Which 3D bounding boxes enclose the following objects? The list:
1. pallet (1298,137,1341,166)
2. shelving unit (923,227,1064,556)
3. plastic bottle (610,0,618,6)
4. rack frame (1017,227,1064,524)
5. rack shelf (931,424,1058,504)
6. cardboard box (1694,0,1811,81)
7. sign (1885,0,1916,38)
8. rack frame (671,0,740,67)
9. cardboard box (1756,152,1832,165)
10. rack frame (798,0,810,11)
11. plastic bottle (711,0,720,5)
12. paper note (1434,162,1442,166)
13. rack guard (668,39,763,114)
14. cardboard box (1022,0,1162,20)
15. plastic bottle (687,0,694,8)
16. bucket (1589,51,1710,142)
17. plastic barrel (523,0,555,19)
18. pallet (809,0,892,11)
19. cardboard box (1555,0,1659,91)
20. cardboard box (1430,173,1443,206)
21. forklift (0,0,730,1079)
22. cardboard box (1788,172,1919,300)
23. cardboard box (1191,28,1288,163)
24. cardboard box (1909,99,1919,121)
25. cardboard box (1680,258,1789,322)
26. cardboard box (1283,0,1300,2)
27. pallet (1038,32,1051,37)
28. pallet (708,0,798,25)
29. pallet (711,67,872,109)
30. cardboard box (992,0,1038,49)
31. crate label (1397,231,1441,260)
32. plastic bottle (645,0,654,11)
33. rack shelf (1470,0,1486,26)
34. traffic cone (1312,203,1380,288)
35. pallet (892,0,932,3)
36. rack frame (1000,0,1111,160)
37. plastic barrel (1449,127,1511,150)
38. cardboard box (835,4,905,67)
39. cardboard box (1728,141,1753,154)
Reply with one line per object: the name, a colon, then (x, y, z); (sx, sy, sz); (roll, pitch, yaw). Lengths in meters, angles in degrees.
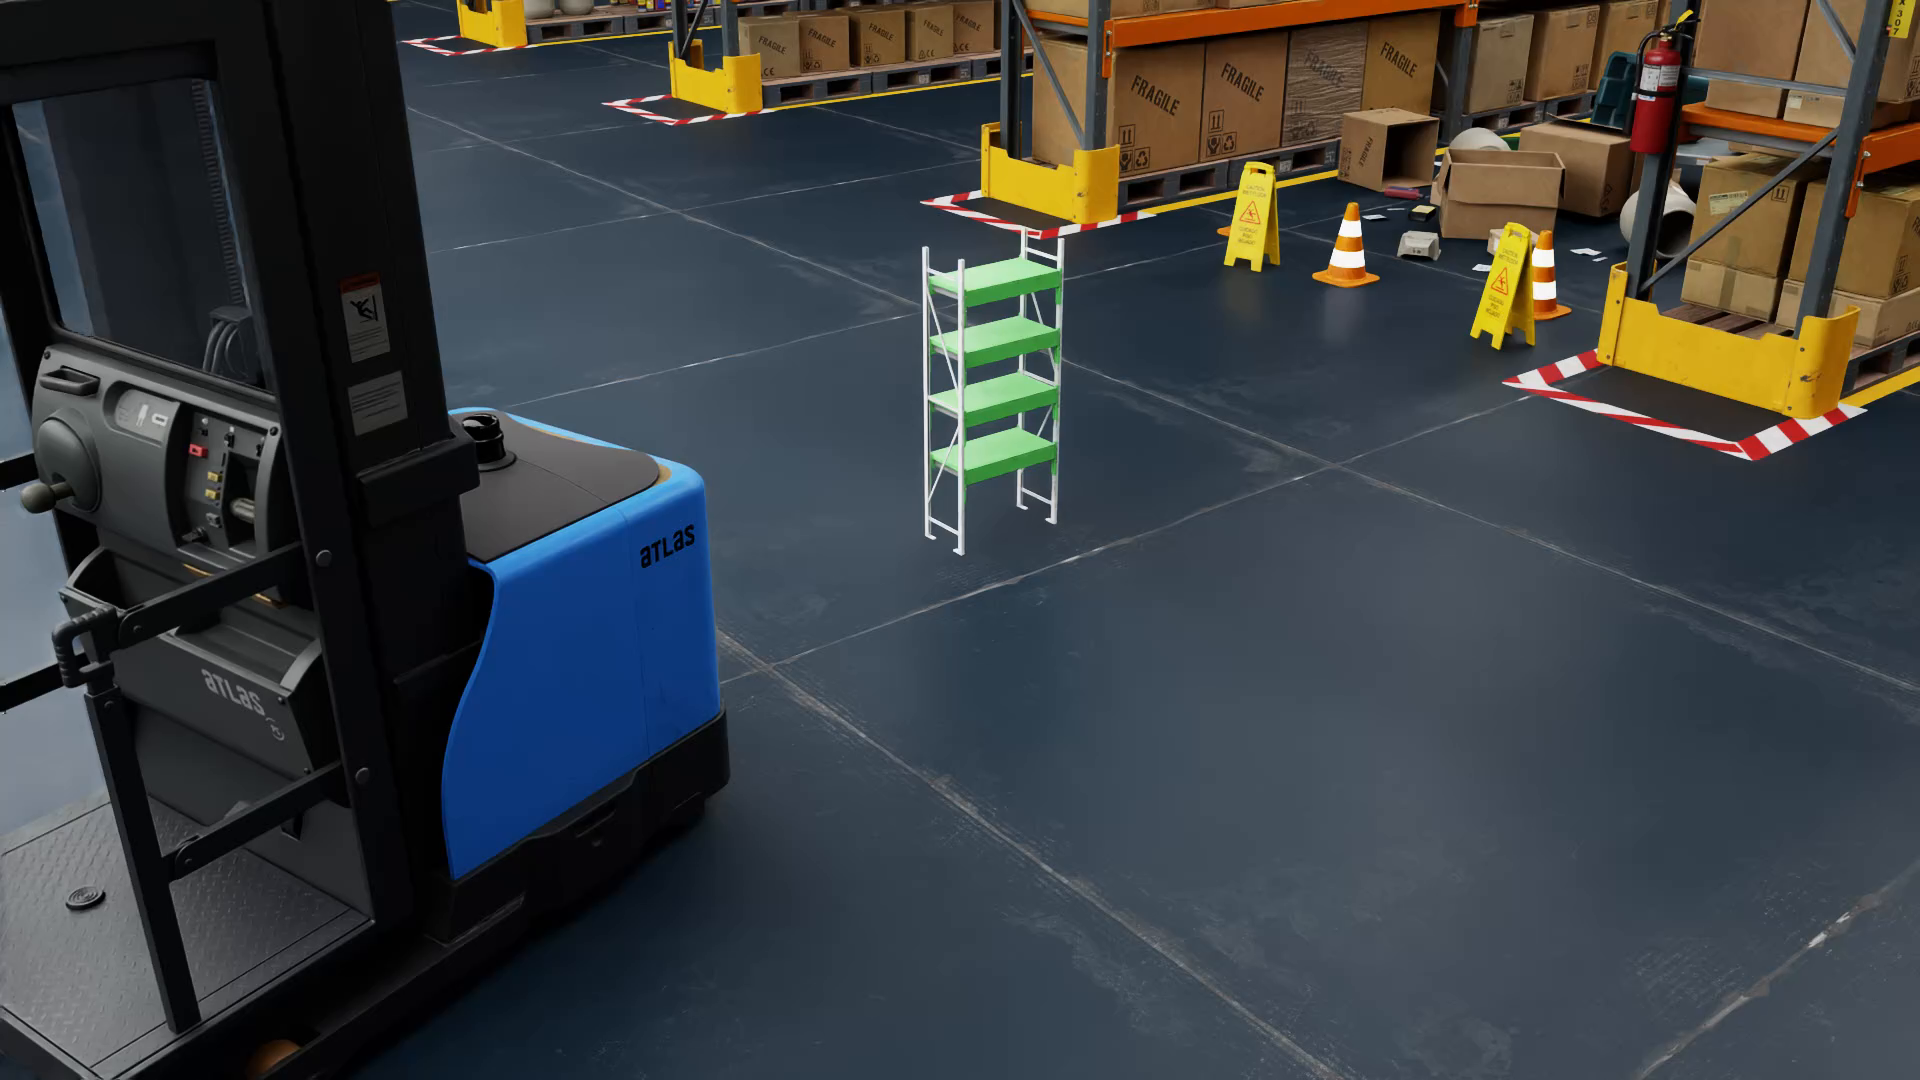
pallet: (3.145, -3.363, 13.746); (1.213, 0.211, 1.003); (-18, 31, -34)
shelving unit: (0.130, -0.587, 6.590); (0.503, 1.200, 0.258); (-18, 31, -34)
plastic bottle: (-4.219, -6.623, 20.260); (0.097, 0.201, 0.097); (0, 25, 0)
rack frame: (0.322, -0.651, 6.727); (0.015, 1.200, 0.240); (-18, 31, -34)
rack shelf: (0.130, -0.312, 6.718); (0.480, 0.148, 0.258); (-18, 31, -34)
cardboard box: (4.035, -2.560, 8.230); (0.500, 0.500, 0.500); (-19, 31, -35)
sign: (4.113, -2.360, 7.244); (0.005, 0.325, 0.100); (-18, 31, -34)
rack frame: (-2.337, -5.430, 14.887); (0.127, 3.000, 1.000); (-18, 31, -34)
cardboard box: (4.656, -1.862, 9.075); (0.500, 0.500, 0.500); (-17, 30, -32)
rack frame: (-2.246, -8.110, 20.661); (0.127, 3.000, 1.000); (-18, 31, -34)
plastic bottle: (-2.980, -6.711, 20.272); (0.185, 0.351, 0.144); (-18, 31, -34)
paper note: (3.821, -2.979, 13.131); (0.147, 0.020, 0.142); (5, 25, 11)
rack guard: (-2.277, -4.316, 15.456); (0.348, 0.500, 1.175); (-18, 31, -34)
cardboard box: (0.908, -3.940, 11.498); (0.550, 0.550, 0.875); (-18, 31, -34)
plastic bottle: (-3.266, -6.568, 20.058); (0.097, 0.271, 0.097); (0, 25, 0)
bucket: (5.107, -3.205, 12.176); (0.620, 0.611, 0.726); (2, 23, -21)
plastic barrel: (-4.923, -6.329, 19.280); (0.421, 0.512, 0.421); (0, 25, 0)
pallet: (-1.652, -7.062, 21.715); (1.213, 0.211, 1.003); (-18, 31, -34)
cardboard box: (5.719, -4.652, 15.384); (0.750, 0.750, 1.050); (-18, 30, -33)
cardboard box: (3.576, -2.503, 11.828); (0.258, 0.266, 0.396); (-13, 28, -25)
forklift: (-1.944, -0.157, 3.606); (1.130, 2.935, 3.031); (16, 29, 31)
cardboard box: (4.602, -1.555, 8.414); (0.500, 0.500, 0.500); (-19, 31, -36)
cardboard box: (1.828, -3.415, 12.569); (0.875, 0.875, 0.875); (-19, 31, -35)
cardboard box: (4.622, -2.165, 8.150); (0.250, 0.149, 0.380); (-19, 31, -36)
cardboard box: (4.267, -1.396, 8.961); (0.500, 0.250, 0.500); (-18, 31, -34)
cardboard box: (2.237, -4.345, 12.372); (0.500, 0.550, 0.875); (-18, 31, -34)
pallet: (1.422, -5.407, 18.150); (1.213, 0.211, 1.003); (-18, 31, -34)
pallet: (-2.800, -6.684, 20.902); (1.213, 0.211, 1.003); (-18, 31, -34)
pallet: (-1.616, -4.384, 15.946); (1.213, 0.211, 1.003); (-18, 31, -34)
cardboard box: (0.471, -5.435, 17.368); (0.500, 0.500, 0.500); (-19, 31, -36)
crate label: (2.948, -1.892, 10.664); (0.250, 0.136, 0.298); (10, 27, 20)
plastic bottle: (-3.693, -6.396, 19.769); (0.097, 0.201, 0.097); (0, 25, 0)
rack shelf: (5.366, -4.993, 14.800); (4.000, 0.370, 1.077); (-18, 31, -34)
traffic cone: (2.368, -1.815, 10.111); (0.334, 0.463, 0.336); (-18, 31, -34)
pallet: (-0.691, -7.380, 22.402); (1.213, 0.211, 1.003); (-18, 31, -34)
rack frame: (0.644, -3.761, 11.290); (0.127, 3.000, 1.000); (-18, 31, -34)
plastic barrel: (3.846, -2.828, 12.341); (0.421, 0.421, 0.512); (1, 25, 2)
cardboard box: (-0.882, -4.966, 16.358); (0.500, 0.500, 0.500); (-15, 29, -29)
cardboard box: (5.804, -2.978, 11.673); (0.500, 0.500, 0.500); (-18, 31, -34)
